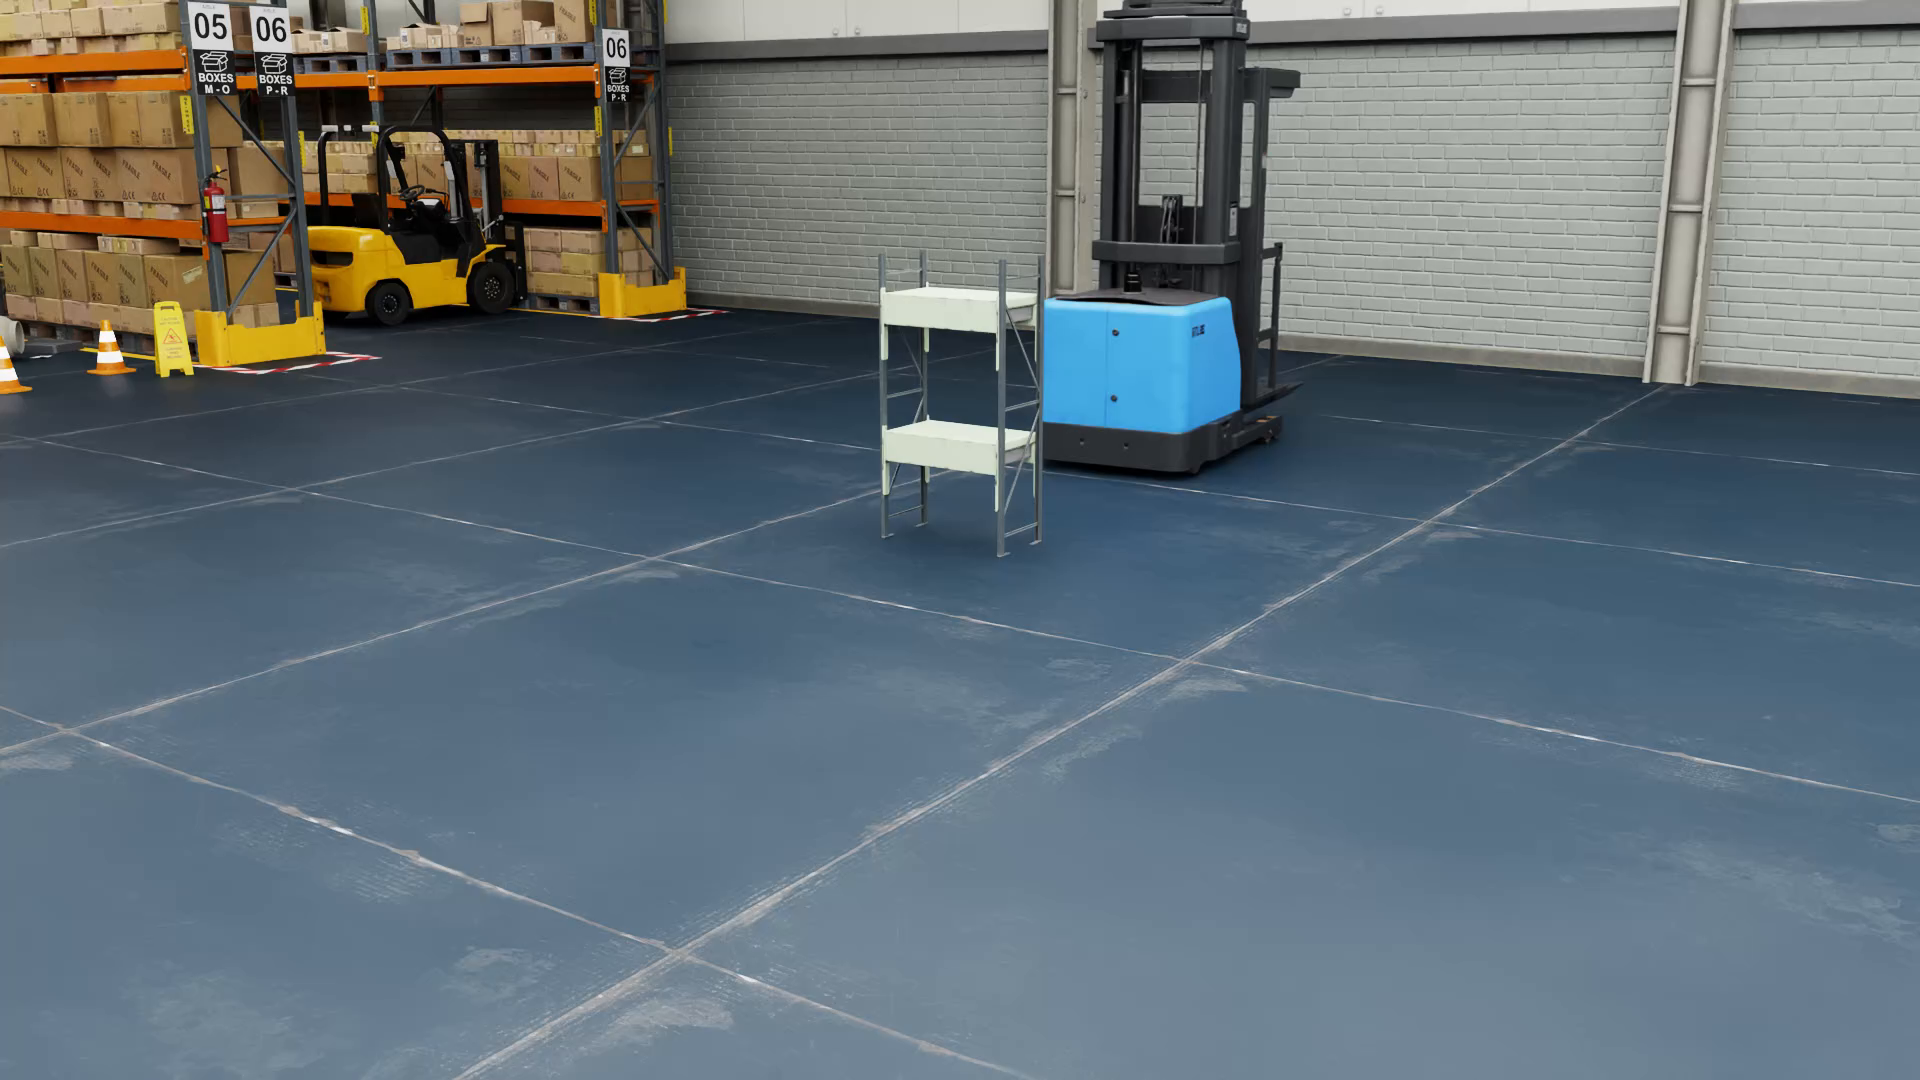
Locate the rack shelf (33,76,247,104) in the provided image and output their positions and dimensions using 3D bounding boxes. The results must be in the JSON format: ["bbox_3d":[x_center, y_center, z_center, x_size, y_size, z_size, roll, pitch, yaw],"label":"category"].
[{"bbox_3d":[-12.061,-6.602,24.506,4.000,0.370,1.077,9,17,33],"label":"rack shelf"}]

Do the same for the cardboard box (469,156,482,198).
[{"bbox_3d":[-5.592,-4.422,20.235,0.500,0.500,0.500,9,17,33],"label":"cardboard box"}]

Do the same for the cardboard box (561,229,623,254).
[{"bbox_3d":[-4.319,-3.508,19.521,0.500,0.250,0.500,10,17,35],"label":"cardboard box"}]

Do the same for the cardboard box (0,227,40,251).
[{"bbox_3d":[-15.036,-4.928,26.816,0.500,0.500,0.700,8,16,31],"label":"cardboard box"}]

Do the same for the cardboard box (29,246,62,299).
[{"bbox_3d":[-9.059,-2.731,16.902,0.500,0.500,0.500,10,17,35],"label":"cardboard box"}]

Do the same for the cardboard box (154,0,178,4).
[{"bbox_3d":[-6.975,-4.872,14.882,0.250,0.149,0.380,9,17,33],"label":"cardboard box"}]

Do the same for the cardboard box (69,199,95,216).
[{"bbox_3d":[-8.486,-3.271,16.316,0.250,0.149,0.380,9,17,33],"label":"cardboard box"}]

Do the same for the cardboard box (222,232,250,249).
[{"bbox_3d":[-9.891,-4.192,23.583,0.625,0.625,0.875,10,17,35],"label":"cardboard box"}]

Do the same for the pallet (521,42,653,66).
[{"bbox_3d":[-4.335,-5.667,19.417,1.213,0.211,1.003,9,17,33],"label":"pallet"}]

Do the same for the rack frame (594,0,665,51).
[{"bbox_3d":[-3.763,-7.066,18.642,0.127,3.000,1.000,9,17,33],"label":"rack frame"}]

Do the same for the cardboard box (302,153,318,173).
[{"bbox_3d":[-8.484,-5.013,22.102,0.500,0.250,0.500,10,17,34],"label":"cardboard box"}]

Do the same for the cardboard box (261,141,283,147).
[{"bbox_3d":[-9.224,-5.318,22.506,0.250,0.149,0.380,10,17,34],"label":"cardboard box"}]

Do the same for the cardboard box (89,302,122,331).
[{"bbox_3d":[-8.214,-2.228,16.430,0.500,0.250,0.500,8,16,31],"label":"cardboard box"}]

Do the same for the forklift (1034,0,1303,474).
[{"bbox_3d":[1.622,-2.140,11.368,1.130,2.935,3.031,7,16,28],"label":"forklift"}]

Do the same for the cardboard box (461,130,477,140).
[{"bbox_3d":[-5.870,-4.940,20.358,0.250,0.149,0.380,9,17,33],"label":"cardboard box"}]

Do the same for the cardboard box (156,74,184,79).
[{"bbox_3d":[-10.962,-6.631,23.437,0.500,0.250,0.500,9,16,31],"label":"cardboard box"}]

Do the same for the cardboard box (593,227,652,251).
[{"bbox_3d":[-4.056,-3.611,19.935,0.500,0.250,0.500,9,16,32],"label":"cardboard box"}]

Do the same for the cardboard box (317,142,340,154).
[{"bbox_3d":[-8.179,-5.139,21.782,0.250,0.149,0.380,9,16,31],"label":"cardboard box"}]

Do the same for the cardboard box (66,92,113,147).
[{"bbox_3d":[-7.972,-3.985,15.769,0.500,0.500,0.700,9,16,32],"label":"cardboard box"}]

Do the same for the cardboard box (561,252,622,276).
[{"bbox_3d":[-4.341,-3.269,19.594,0.500,0.250,0.500,9,16,32],"label":"cardboard box"}]

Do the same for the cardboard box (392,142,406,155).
[{"bbox_3d":[-6.964,-4.959,21.055,0.250,0.149,0.380,9,16,32],"label":"cardboard box"}]

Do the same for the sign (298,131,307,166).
[{"bbox_3d":[-6.227,-3.692,15.696,0.005,0.325,0.100,9,17,33],"label":"sign"}]

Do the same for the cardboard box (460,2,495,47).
[{"bbox_3d":[-5.524,-6.167,19.954,0.637,0.503,0.797,10,17,35],"label":"cardboard box"}]

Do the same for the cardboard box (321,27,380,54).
[{"bbox_3d":[-7.818,-6.404,21.313,0.500,0.311,0.500,9,16,31],"label":"cardboard box"}]

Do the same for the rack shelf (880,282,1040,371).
[{"bbox_3d":[0.006,-1.106,8.546,0.720,0.370,0.431,9,17,33],"label":"rack shelf"}]

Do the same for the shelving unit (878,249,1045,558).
[{"bbox_3d":[0.006,-0.727,8.639,0.755,1.500,0.431,9,17,33],"label":"shelving unit"}]

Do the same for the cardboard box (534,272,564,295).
[{"bbox_3d":[-4.736,-3.092,19.920,0.500,0.250,0.500,9,17,33],"label":"cardboard box"}]

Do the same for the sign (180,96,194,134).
[{"bbox_3d":[-6.856,-3.772,14.749,0.005,0.325,0.100,9,17,33],"label":"sign"}]

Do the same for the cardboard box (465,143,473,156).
[{"bbox_3d":[-5.918,-4.781,20.338,0.250,0.149,0.380,9,16,31],"label":"cardboard box"}]

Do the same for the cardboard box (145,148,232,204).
[{"bbox_3d":[-7.134,-3.375,15.387,0.500,0.500,0.500,9,16,32],"label":"cardboard box"}]

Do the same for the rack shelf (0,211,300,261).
[{"bbox_3d":[-8.190,-3.083,16.532,4.000,0.370,1.077,9,17,33],"label":"rack shelf"}]

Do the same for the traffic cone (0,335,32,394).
[{"bbox_3d":[-7.944,-1.466,13.783,0.334,0.463,0.336,9,17,33],"label":"traffic cone"}]

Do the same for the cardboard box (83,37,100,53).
[{"bbox_3d":[-8.029,-4.668,15.716,0.250,0.149,0.380,9,16,31],"label":"cardboard box"}]

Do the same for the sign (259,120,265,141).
[{"bbox_3d":[-10.094,-5.900,24.006,0.005,0.325,0.100,9,17,33],"label":"sign"}]

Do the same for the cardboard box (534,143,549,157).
[{"bbox_3d":[-4.816,-4.619,19.683,0.250,0.149,0.380,9,17,32],"label":"cardboard box"}]

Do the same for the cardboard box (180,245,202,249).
[{"bbox_3d":[-7.913,-2.702,16.783,0.500,0.500,0.500,10,17,34],"label":"cardboard box"}]

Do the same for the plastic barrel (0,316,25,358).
[{"bbox_3d":[-9.089,-1.889,15.572,0.512,0.421,0.421,-4,14,-16],"label":"plastic barrel"}]

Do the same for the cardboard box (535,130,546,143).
[{"bbox_3d":[-4.797,-4.773,19.684,0.250,0.149,0.380,9,17,33],"label":"cardboard box"}]

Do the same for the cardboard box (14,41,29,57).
[{"bbox_3d":[-9.088,-4.845,16.433,0.250,0.149,0.380,10,17,34],"label":"cardboard box"}]

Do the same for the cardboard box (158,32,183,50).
[{"bbox_3d":[-6.982,-4.490,15.000,0.250,0.149,0.380,9,17,33],"label":"cardboard box"}]

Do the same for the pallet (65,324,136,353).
[{"bbox_3d":[-8.256,-2.100,16.869,1.213,0.211,1.003,9,17,33],"label":"pallet"}]

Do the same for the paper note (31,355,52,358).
[{"bbox_3d":[-8.749,-1.753,15.840,0.148,0.019,0.142,3,14,14],"label":"paper note"}]

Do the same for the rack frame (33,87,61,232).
[{"bbox_3d":[-13.720,-5.764,25.864,0.127,3.000,1.000,9,17,33],"label":"rack frame"}]

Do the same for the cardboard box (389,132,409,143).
[{"bbox_3d":[-6.983,-5.097,20.992,0.250,0.149,0.380,10,17,34],"label":"cardboard box"}]

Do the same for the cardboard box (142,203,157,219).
[{"bbox_3d":[-7.433,-3.100,15.627,0.250,0.149,0.380,9,16,32],"label":"cardboard box"}]

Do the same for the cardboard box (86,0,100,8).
[{"bbox_3d":[-7.973,-5.063,15.656,0.250,0.149,0.380,9,16,31],"label":"cardboard box"}]

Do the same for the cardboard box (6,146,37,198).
[{"bbox_3d":[-9.210,-3.716,16.766,0.500,0.500,0.500,9,17,33],"label":"cardboard box"}]

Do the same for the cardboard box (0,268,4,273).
[{"bbox_3d":[-10.884,-2.794,18.464,0.625,0.372,0.950,10,17,36],"label":"cardboard box"}]

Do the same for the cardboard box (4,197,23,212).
[{"bbox_3d":[-9.528,-3.449,17.036,0.250,0.149,0.380,10,17,34],"label":"cardboard box"}]

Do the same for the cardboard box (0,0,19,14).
[{"bbox_3d":[-9.121,-5.208,16.238,0.250,0.149,0.380,9,17,32],"label":"cardboard box"}]

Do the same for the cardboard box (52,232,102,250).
[{"bbox_3d":[-8.787,-2.983,16.568,0.250,0.149,0.380,10,17,36],"label":"cardboard box"}]

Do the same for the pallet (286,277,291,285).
[{"bbox_3d":[-9.740,-3.755,23.554,1.213,0.211,1.003,9,17,33],"label":"pallet"}]

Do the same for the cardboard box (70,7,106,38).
[{"bbox_3d":[-7.955,-4.843,15.595,0.500,0.250,0.500,10,17,34],"label":"cardboard box"}]
